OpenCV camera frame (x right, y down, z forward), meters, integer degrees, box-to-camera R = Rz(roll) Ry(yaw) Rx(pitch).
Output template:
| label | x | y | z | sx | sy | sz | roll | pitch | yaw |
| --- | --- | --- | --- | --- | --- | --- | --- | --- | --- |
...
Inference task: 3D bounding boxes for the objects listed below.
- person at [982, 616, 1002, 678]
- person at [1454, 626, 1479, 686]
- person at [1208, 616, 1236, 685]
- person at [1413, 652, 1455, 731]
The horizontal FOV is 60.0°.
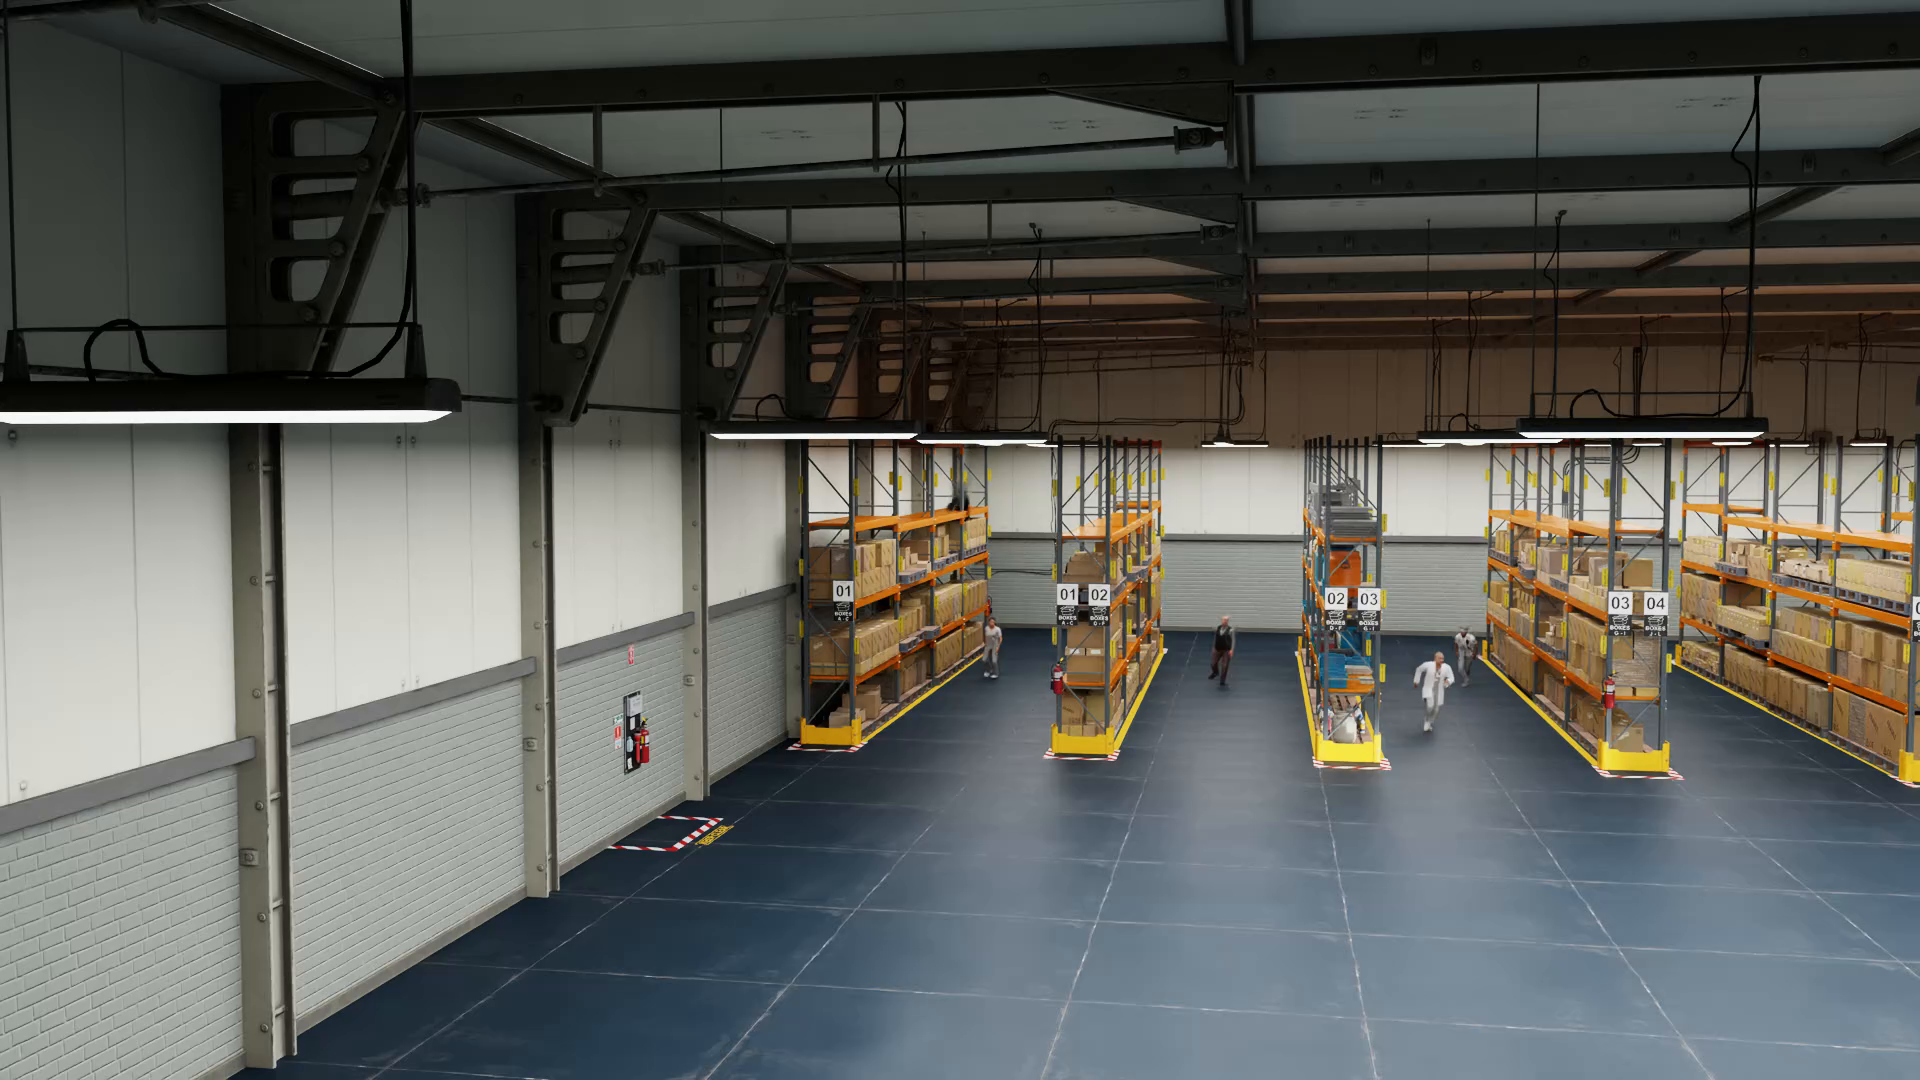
| label | x | y | z | sx | sy | sz | roll | pitch | yaw |
| --- | --- | --- | --- | --- | --- | --- | --- | --- | --- |
| person | 0.816 | 2.658 | 41.432 | 0.539 | 1.554 | 0.636 | 1 | 3 | 18 |
| person | 12.295 | 2.804 | 40.348 | 0.578 | 1.480 | 0.911 | 2 | 3 | 27 |
| person | 6.381 | 2.685 | 40.531 | 0.758 | 1.683 | 0.556 | 2 | 4 | 29 |
| person | 9.585 | 3.064 | 33.583 | 0.718 | 1.647 | 1.005 | 0 | 3 | -2 |
